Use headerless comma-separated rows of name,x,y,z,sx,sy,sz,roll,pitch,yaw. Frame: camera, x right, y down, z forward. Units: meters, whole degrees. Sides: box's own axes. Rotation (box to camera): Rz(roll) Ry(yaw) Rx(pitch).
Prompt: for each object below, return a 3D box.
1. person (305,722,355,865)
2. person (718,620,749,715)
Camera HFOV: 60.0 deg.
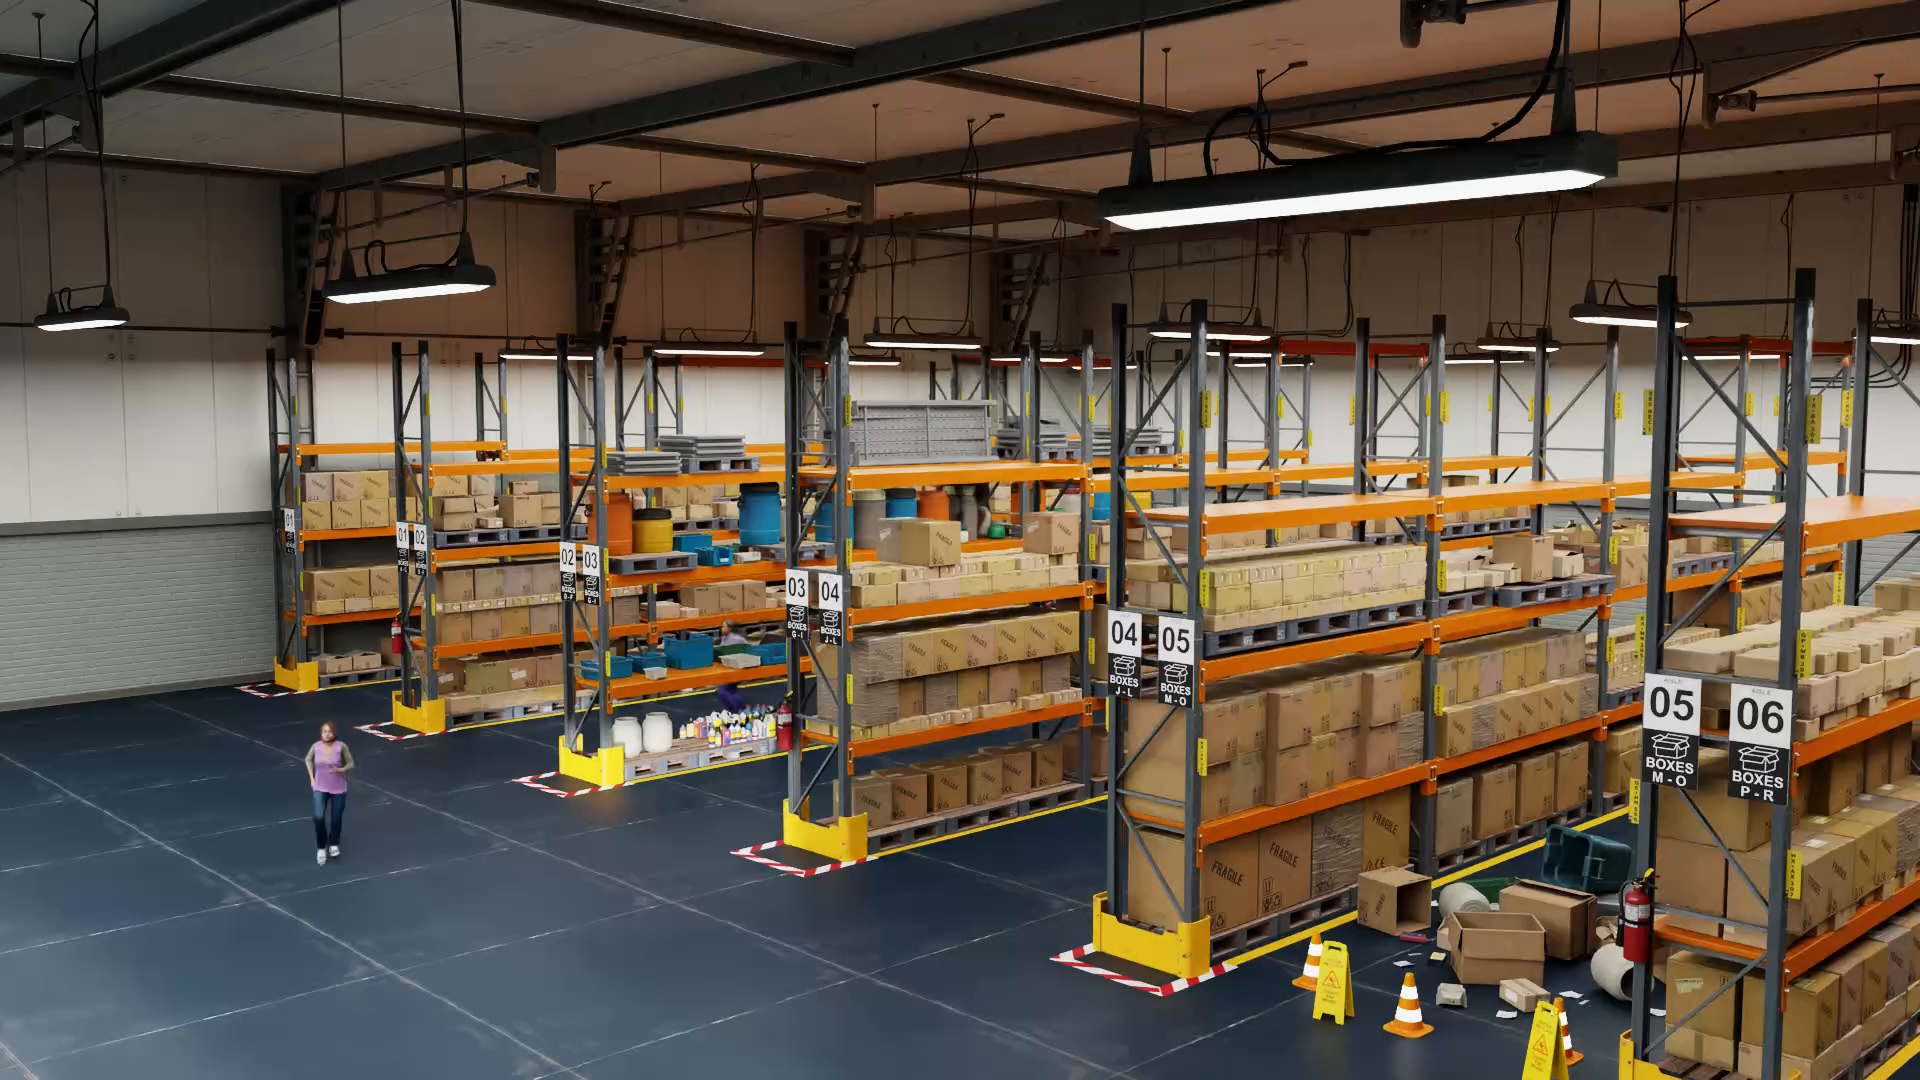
person,-6.964,2.789,18.392,0.529,1.585,0.667,-1,5,-16
person,-3.611,2.153,26.201,0.707,1.623,0.617,-3,6,-31
